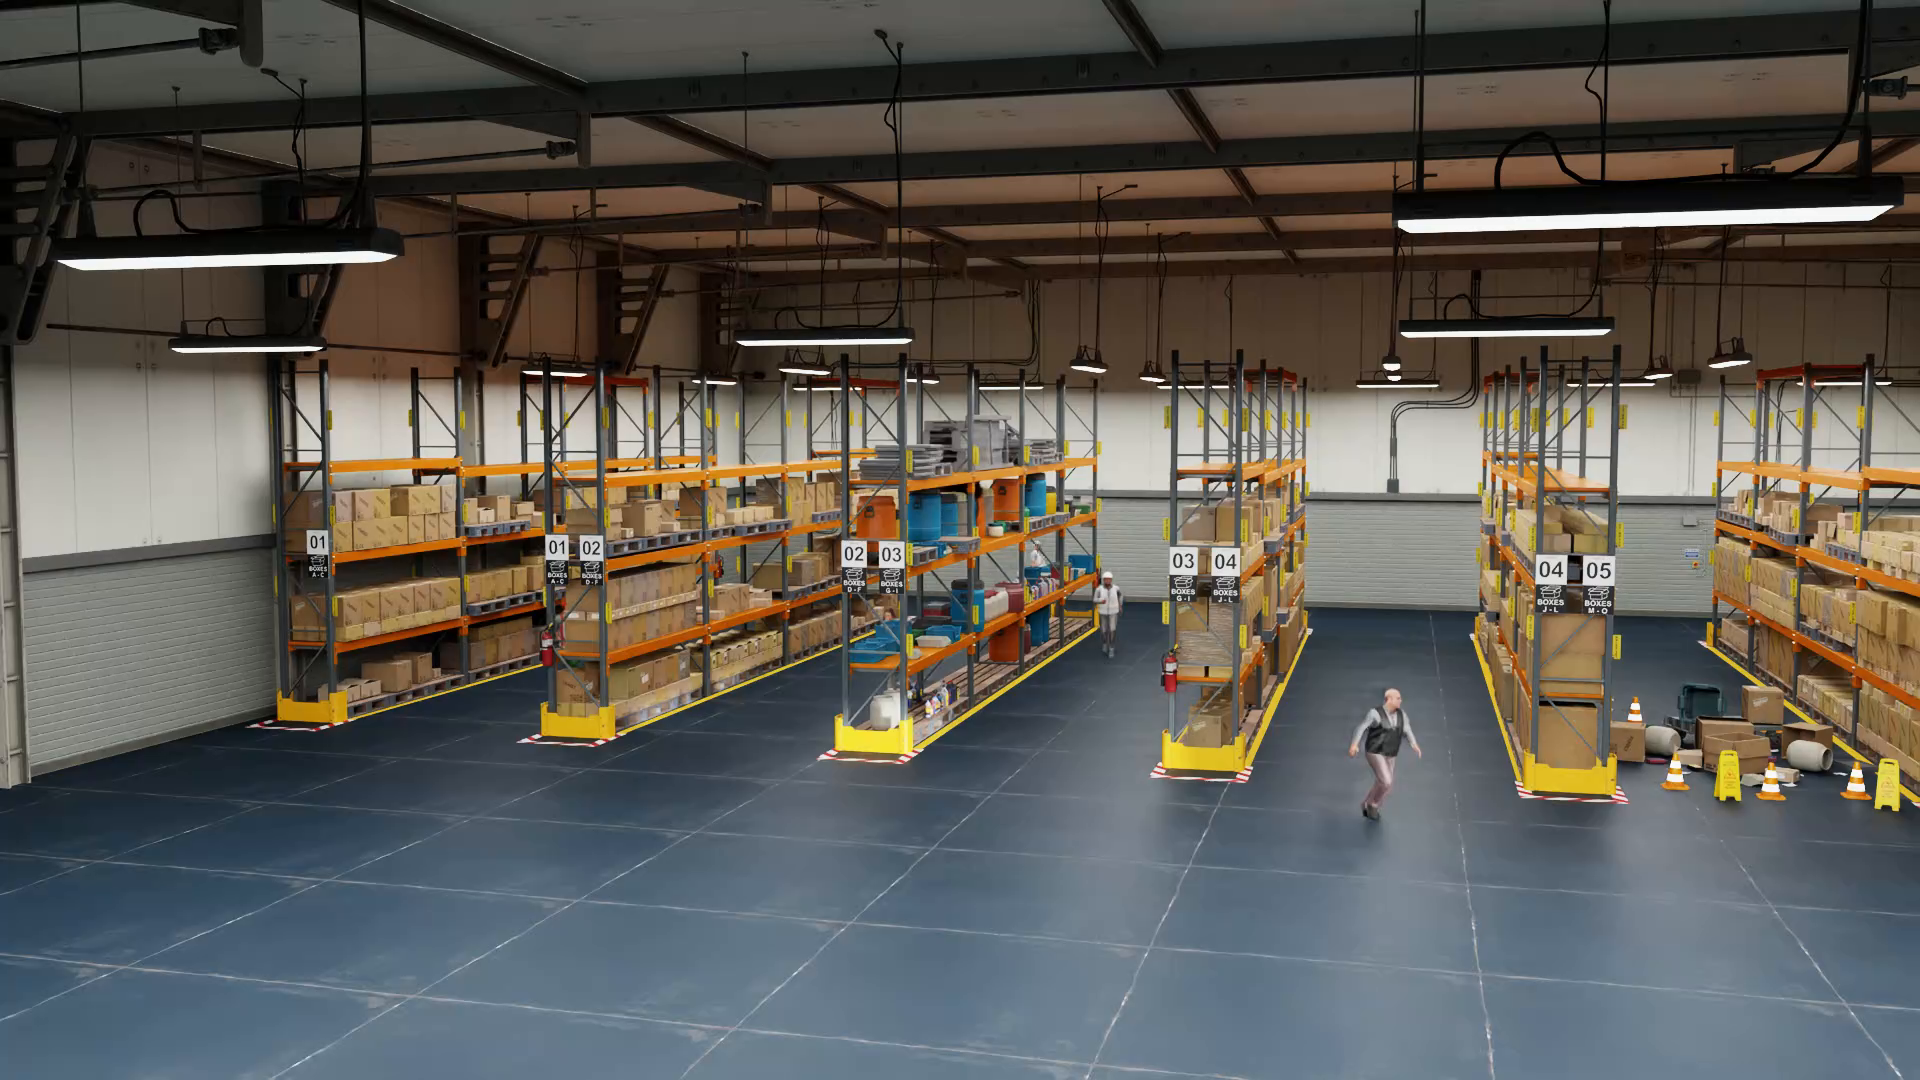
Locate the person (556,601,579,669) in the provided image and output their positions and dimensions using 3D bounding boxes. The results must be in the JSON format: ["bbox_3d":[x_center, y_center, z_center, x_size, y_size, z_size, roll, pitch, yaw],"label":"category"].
[{"bbox_3d":[-7.147,1.917,30.465,0.652,1.682,0.731,0,4,-5],"label":"person"}]

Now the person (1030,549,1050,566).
[{"bbox_3d":[2.091,0.953,44.326,0.843,1.429,0.544,3,5,34],"label":"person"}]

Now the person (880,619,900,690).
[{"bbox_3d":[-1.159,2.128,30.671,0.558,1.424,0.963,1,4,20],"label":"person"}]

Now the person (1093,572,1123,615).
[{"bbox_3d":[3.131,1.134,35.145,0.630,0.922,0.688,0,4,6],"label":"person"}]

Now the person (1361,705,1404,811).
[{"bbox_3d":[5.251,2.736,20.728,0.451,1.399,0.625,-2,5,-27],"label":"person"}]
